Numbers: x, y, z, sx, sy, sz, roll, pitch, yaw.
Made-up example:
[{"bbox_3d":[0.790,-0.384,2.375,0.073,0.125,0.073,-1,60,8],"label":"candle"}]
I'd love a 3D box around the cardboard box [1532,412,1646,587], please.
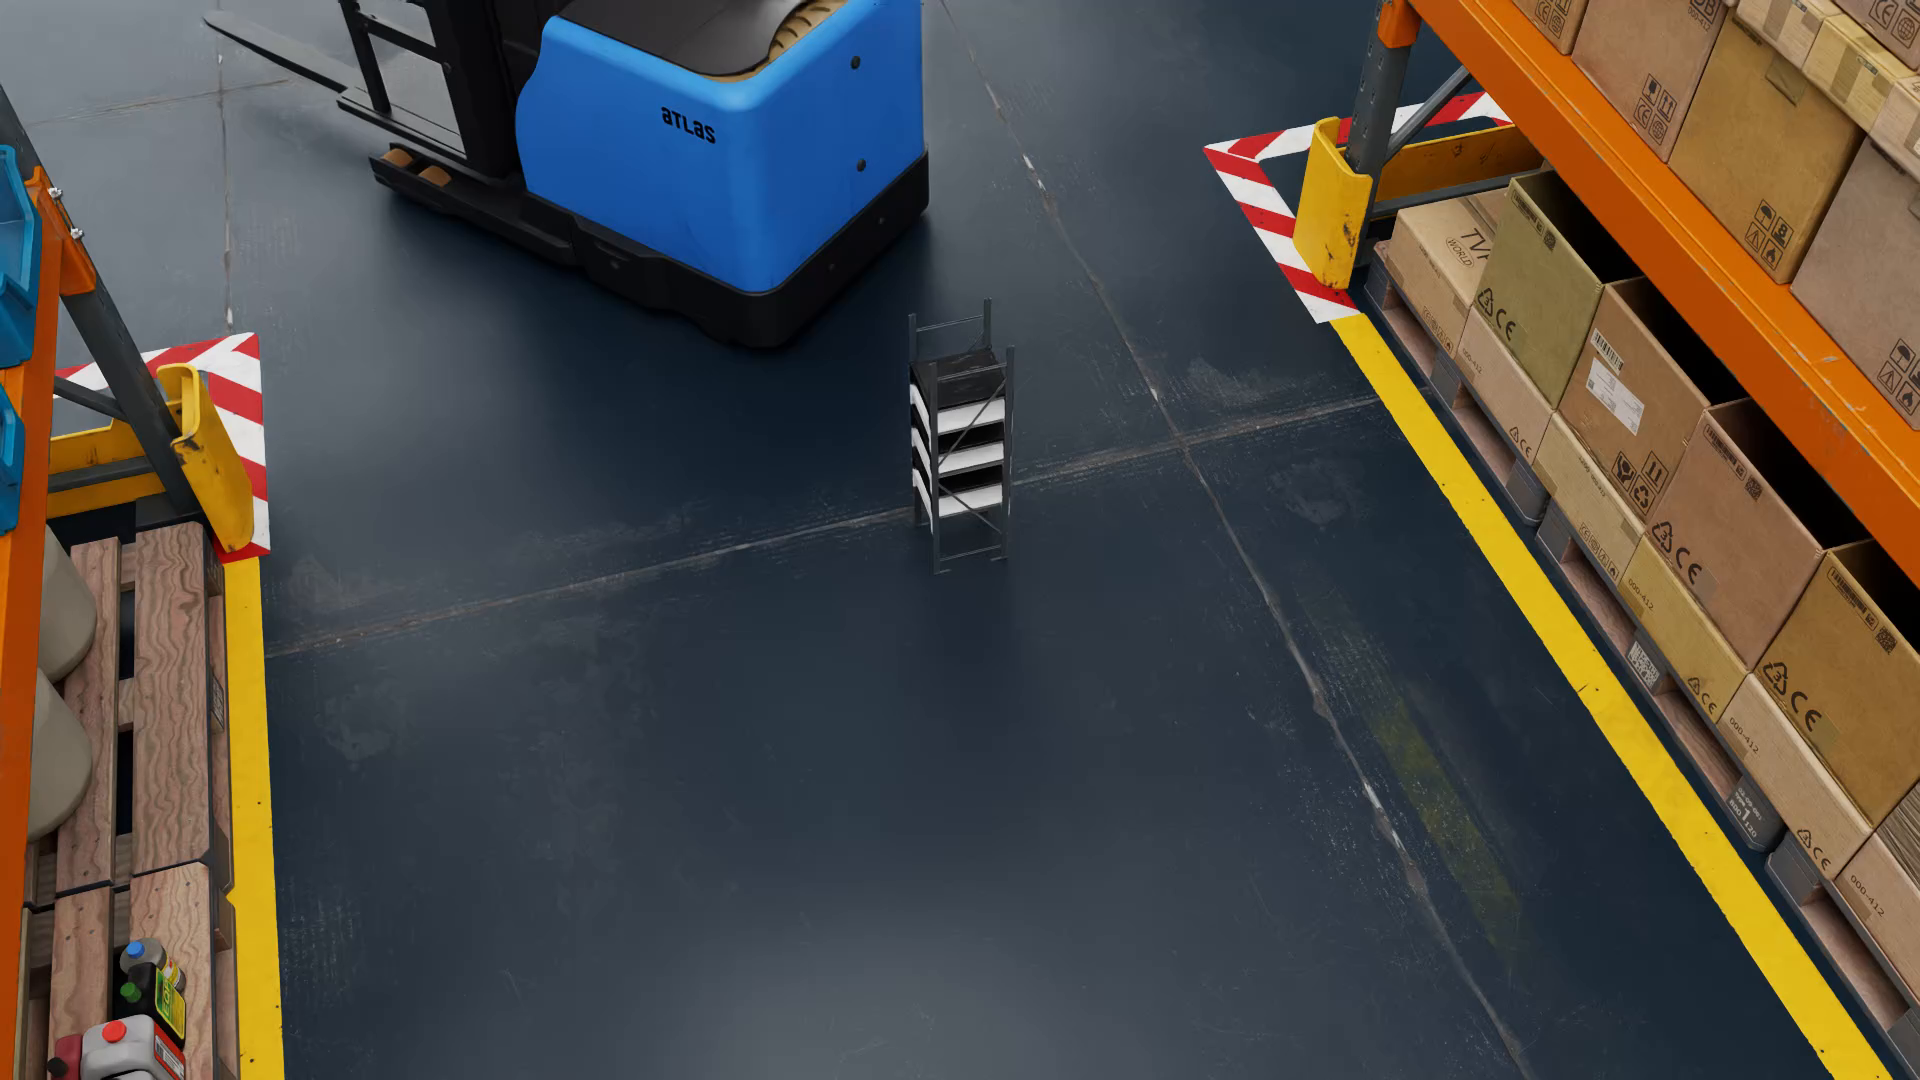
[{"bbox_3d":[2.082,-0.177,4.961,0.500,0.250,0.500,-13,51,-11],"label":"cardboard box"}]

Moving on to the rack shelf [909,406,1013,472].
[{"bbox_3d":[0.002,-0.321,4.858,0.258,0.077,0.200,-13,51,-11],"label":"rack shelf"}]

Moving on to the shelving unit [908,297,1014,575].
[{"bbox_3d":[-10.164,-11.825,13.191,11.303,3.100,33.289,-13,51,-11],"label":"shelving unit"}]

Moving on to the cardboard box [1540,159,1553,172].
[{"bbox_3d":[2.280,-1.266,5.389,0.500,0.500,0.500,-13,51,-11],"label":"cardboard box"}]

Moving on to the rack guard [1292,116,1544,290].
[{"bbox_3d":[1.830,-1.311,6.029,1.175,0.500,0.348,-13,51,-11],"label":"rack guard"}]

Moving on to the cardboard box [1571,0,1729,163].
[{"bbox_3d":[2.123,-1.406,4.408,0.700,0.500,0.500,-12,51,-10],"label":"cardboard box"}]

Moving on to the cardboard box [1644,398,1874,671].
[{"bbox_3d":[2.224,-0.052,4.365,0.500,0.500,0.500,-13,51,-11],"label":"cardboard box"}]

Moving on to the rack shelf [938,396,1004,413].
[{"bbox_3d":[0.002,-0.446,4.709,0.199,0.015,0.184,-13,51,-11],"label":"rack shelf"}]

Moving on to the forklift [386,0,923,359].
[{"bbox_3d":[-1.566,-2.557,5.489,3.031,2.935,1.130,35,58,26],"label":"forklift"}]

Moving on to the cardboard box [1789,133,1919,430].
[{"bbox_3d":[2.423,-0.658,3.777,0.700,0.500,0.500,-12,51,-10],"label":"cardboard box"}]

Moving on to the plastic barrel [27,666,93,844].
[{"bbox_3d":[-2.480,0.514,4.208,0.421,0.512,0.421,0,50,0],"label":"plastic barrel"}]

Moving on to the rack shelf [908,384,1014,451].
[{"bbox_3d":[0.002,-0.379,4.789,0.258,0.077,0.200,-13,51,-11],"label":"rack shelf"}]

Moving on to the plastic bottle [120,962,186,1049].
[{"bbox_3d":[-1.882,1.075,3.871,0.061,0.283,0.133,-12,51,-10],"label":"plastic bottle"}]

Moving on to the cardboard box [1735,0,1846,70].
[{"bbox_3d":[2.054,-1.252,3.854,0.380,0.149,0.250,-15,51,-12],"label":"cardboard box"}]

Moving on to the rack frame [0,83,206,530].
[{"bbox_3d":[-2.896,-0.982,4.116,1.000,3.000,0.127,-13,51,-11],"label":"rack frame"}]

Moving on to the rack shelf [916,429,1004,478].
[{"bbox_3d":[0.002,-0.276,4.911,0.221,0.026,0.190,-13,51,-11],"label":"rack shelf"}]

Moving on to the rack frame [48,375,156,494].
[{"bbox_3d":[-2.899,-0.982,4.116,0.949,2.616,0.053,-13,51,-11],"label":"rack frame"}]

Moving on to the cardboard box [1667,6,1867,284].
[{"bbox_3d":[2.264,-1.042,4.101,0.700,0.500,0.500,-13,51,-11],"label":"cardboard box"}]

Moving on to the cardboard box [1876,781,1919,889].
[{"bbox_3d":[2.537,0.674,3.753,0.500,0.500,0.500,-13,51,-11],"label":"cardboard box"}]

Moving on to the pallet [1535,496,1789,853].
[{"bbox_3d":[2.460,0.238,4.911,1.003,0.211,1.213,-13,51,-11],"label":"pallet"}]

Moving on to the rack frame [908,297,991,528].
[{"bbox_3d":[-0.028,-0.358,4.964,0.240,0.900,0.006,-13,51,-11],"label":"rack frame"}]

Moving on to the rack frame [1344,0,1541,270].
[{"bbox_3d":[1.837,-2.100,5.058,1.000,3.000,0.127,-13,51,-11],"label":"rack frame"}]

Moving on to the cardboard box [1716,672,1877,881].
[{"bbox_3d":[2.373,0.554,4.345,0.500,0.250,0.500,-13,51,-11],"label":"cardboard box"}]

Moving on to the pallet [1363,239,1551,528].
[{"bbox_3d":[2.103,-0.652,5.661,1.003,0.211,1.213,-13,51,-11],"label":"pallet"}]

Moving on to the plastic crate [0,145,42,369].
[{"bbox_3d":[-2.462,-0.637,3.922,0.499,0.251,0.616,-13,51,-11],"label":"plastic crate"}]

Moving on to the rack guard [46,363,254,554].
[{"bbox_3d":[-2.829,-0.132,5.034,1.175,0.500,0.348,-13,51,-11],"label":"rack guard"}]

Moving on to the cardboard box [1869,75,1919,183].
[{"bbox_3d":[2.201,-0.883,3.543,0.380,0.149,0.250,-13,51,-11],"label":"cardboard box"}]

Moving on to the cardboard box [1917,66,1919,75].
[{"bbox_3d":[2.437,-1.051,3.260,0.700,0.500,0.500,-13,51,-11],"label":"cardboard box"}]

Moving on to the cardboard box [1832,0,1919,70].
[{"bbox_3d":[2.289,-1.417,3.568,0.700,0.500,0.500,-13,51,-11],"label":"cardboard box"}]

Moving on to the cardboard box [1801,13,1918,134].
[{"bbox_3d":[2.130,-1.065,3.697,0.380,0.149,0.250,-14,51,-11],"label":"cardboard box"}]

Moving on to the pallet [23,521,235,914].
[{"bbox_3d":[-2.594,0.556,4.643,1.003,0.211,1.213,-13,51,-11],"label":"pallet"}]

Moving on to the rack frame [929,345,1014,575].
[{"bbox_3d":[0.032,-0.210,4.838,0.240,0.900,0.006,-13,51,-11],"label":"rack frame"}]

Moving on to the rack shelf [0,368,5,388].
[{"bbox_3d":[-2.305,0.647,3.085,0.919,0.124,3.809,-13,51,-11],"label":"rack shelf"}]

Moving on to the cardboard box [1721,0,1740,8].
[{"bbox_3d":[1.973,-1.446,4.018,0.380,0.149,0.250,-14,51,-12],"label":"cardboard box"}]

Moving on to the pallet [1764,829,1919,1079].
[{"bbox_3d":[2.825,1.130,4.159,1.003,0.211,1.213,-13,51,-11],"label":"pallet"}]

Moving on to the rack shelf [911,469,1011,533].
[{"bbox_3d":[0.002,-0.147,5.064,0.258,0.077,0.200,-13,51,-11],"label":"rack shelf"}]

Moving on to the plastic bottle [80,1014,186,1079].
[{"bbox_3d":[-1.886,1.186,3.782,0.152,0.276,0.135,-13,51,-11],"label":"plastic bottle"}]

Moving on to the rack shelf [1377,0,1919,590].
[{"bbox_3d":[2.428,-0.407,4.102,1.077,0.370,4.000,-13,51,-11],"label":"rack shelf"}]

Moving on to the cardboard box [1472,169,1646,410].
[{"bbox_3d":[1.933,-0.784,4.982,0.500,0.500,0.500,-13,51,-11],"label":"cardboard box"}]

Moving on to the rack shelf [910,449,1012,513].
[{"bbox_3d":[-10.165,-11.826,13.193,11.303,3.100,33.284,-13,51,-11],"label":"rack shelf"}]
